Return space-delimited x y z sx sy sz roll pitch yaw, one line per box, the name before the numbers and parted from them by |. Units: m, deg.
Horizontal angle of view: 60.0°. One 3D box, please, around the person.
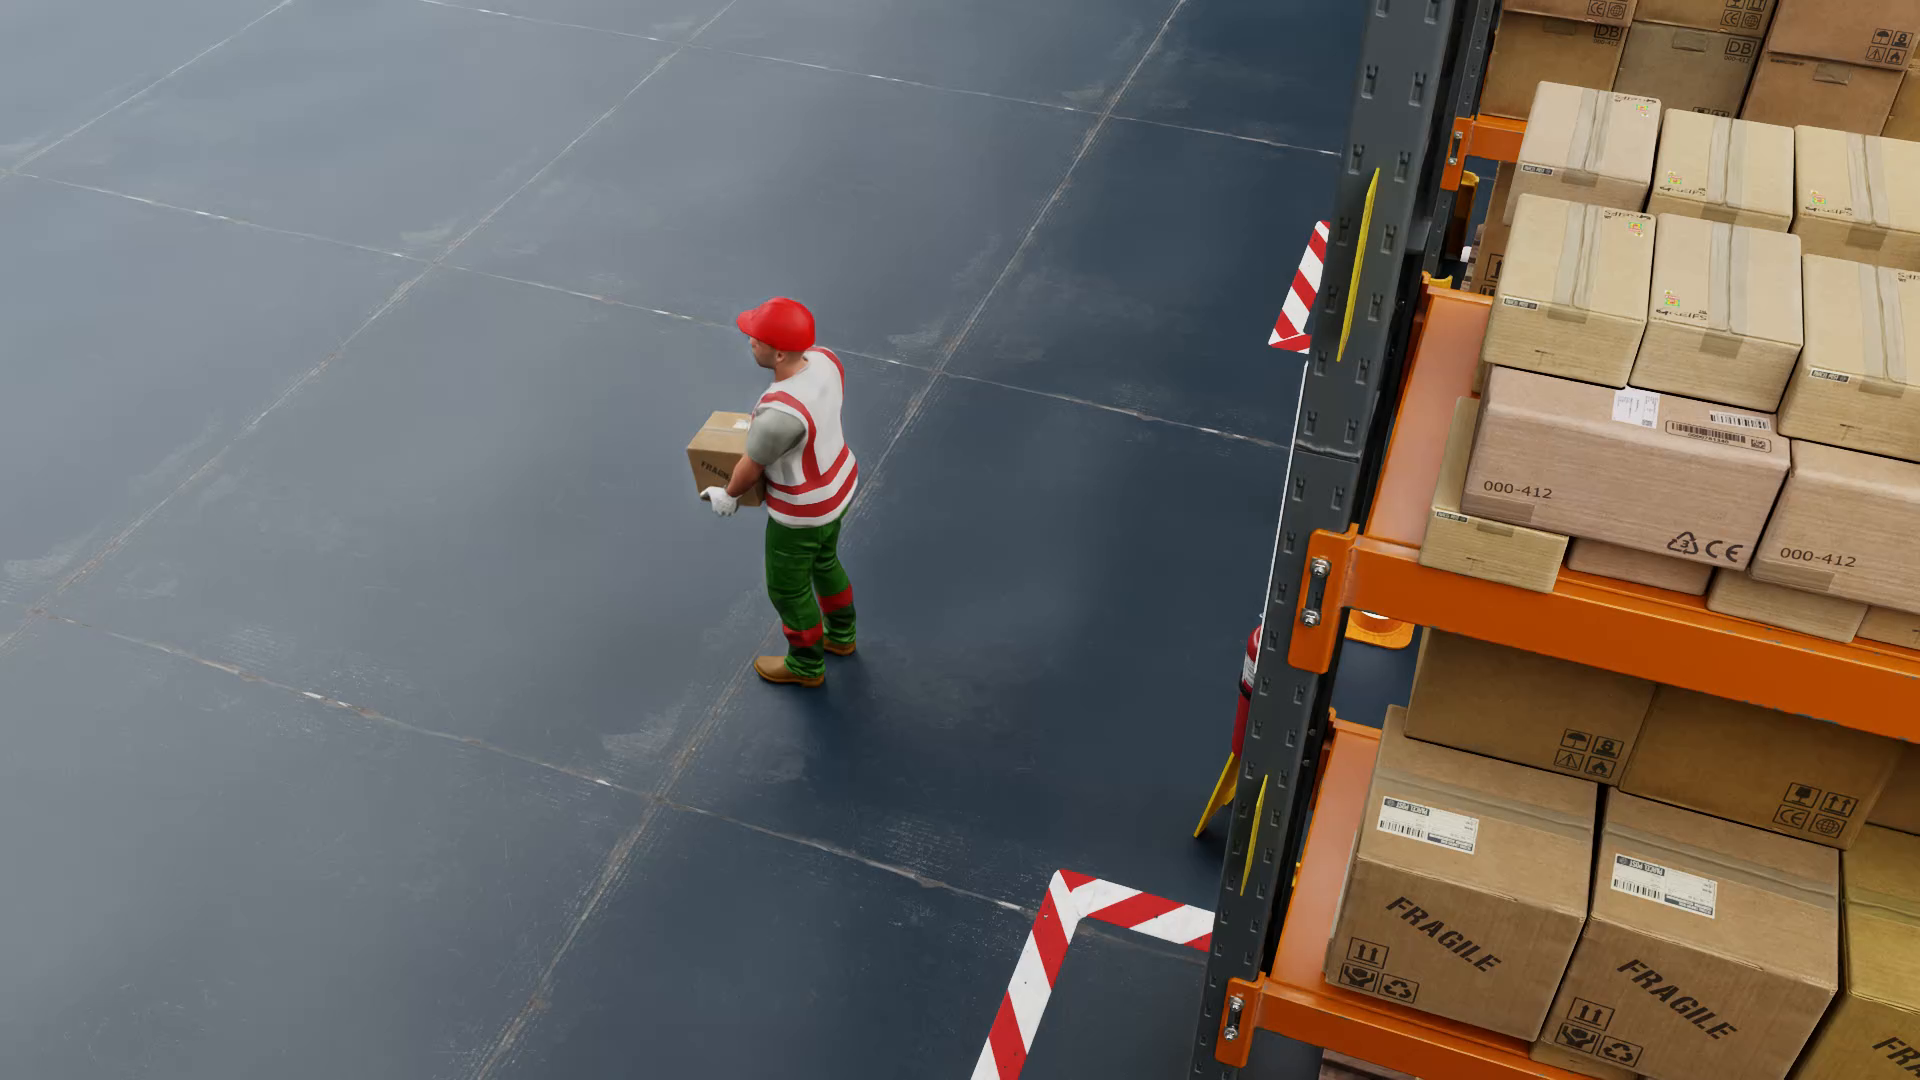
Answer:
person | -0.681 -0.169 6.336 0.559 1.784 0.495 13 43 14
